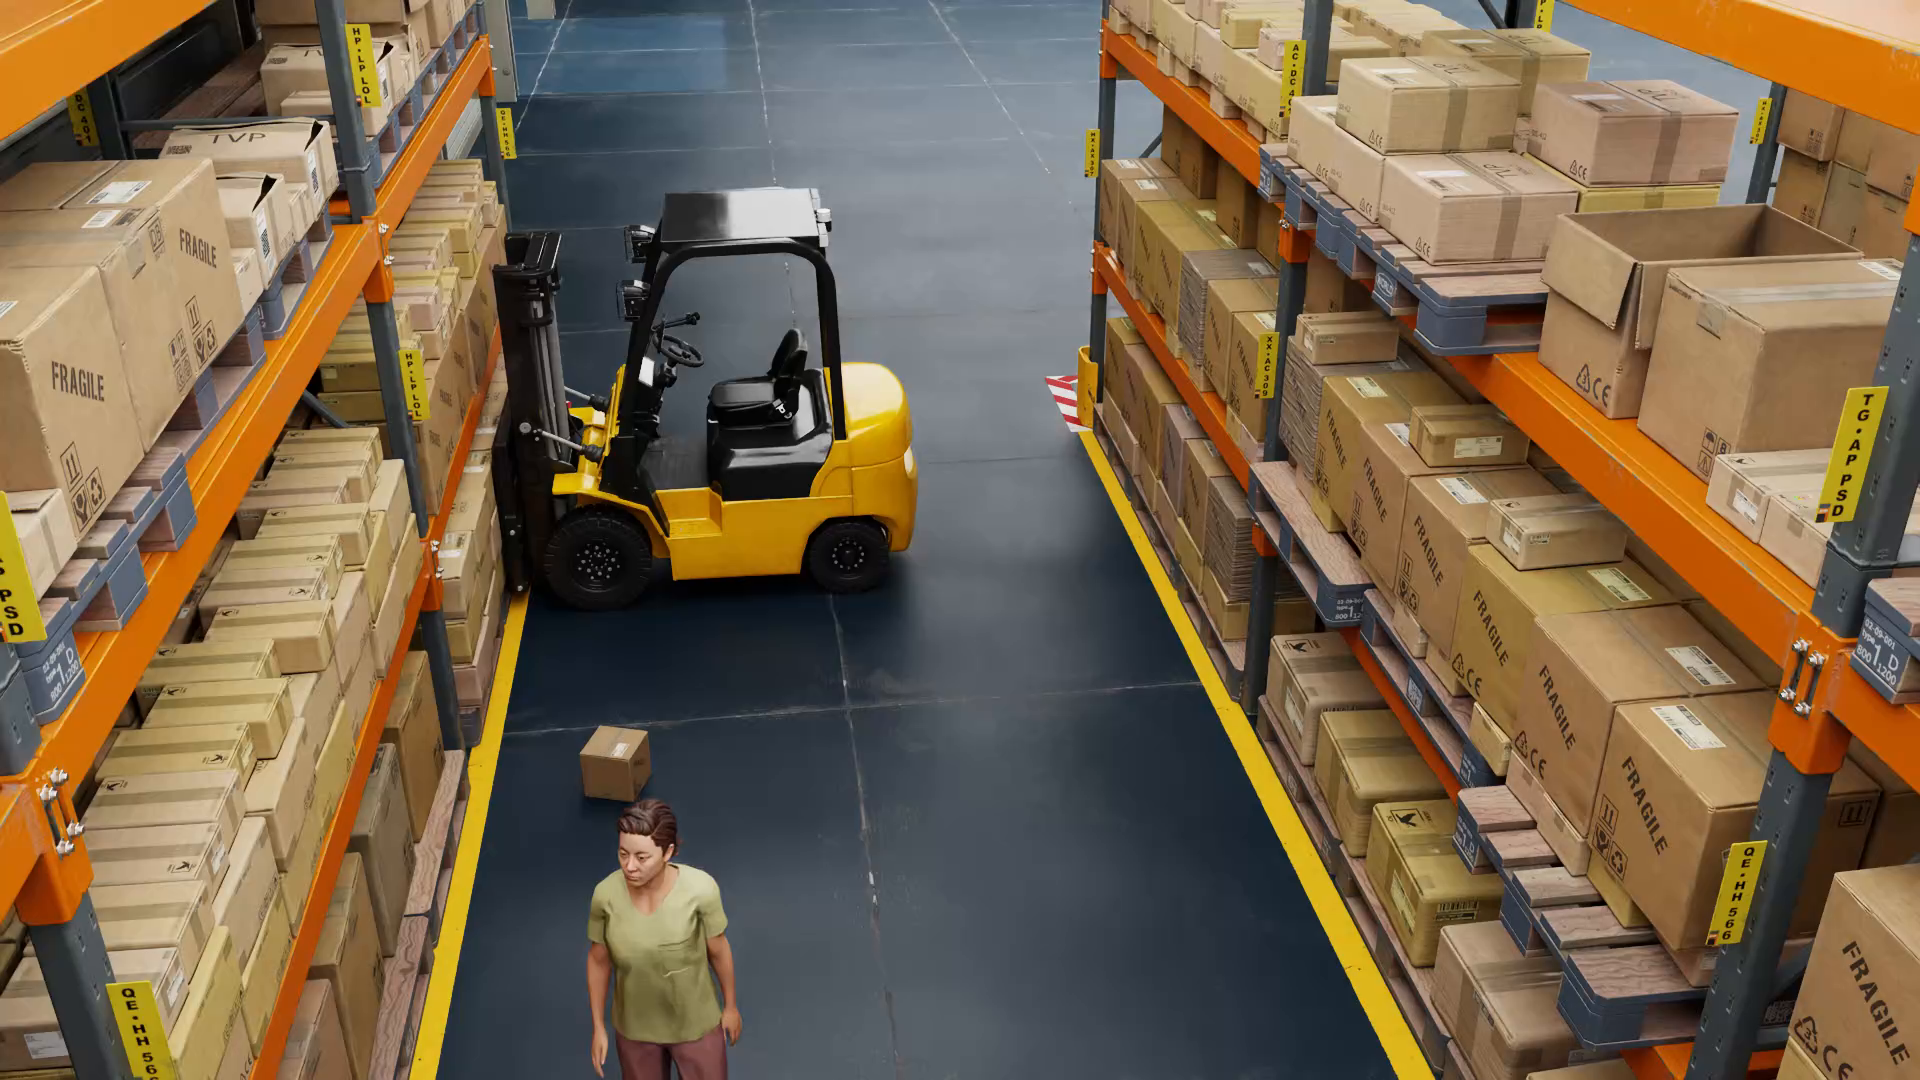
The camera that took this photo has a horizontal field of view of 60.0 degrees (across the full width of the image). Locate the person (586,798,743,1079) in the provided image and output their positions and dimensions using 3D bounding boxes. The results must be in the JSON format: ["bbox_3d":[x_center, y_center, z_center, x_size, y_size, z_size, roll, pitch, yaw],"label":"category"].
[{"bbox_3d":[-0.972,1.628,5.465,0.484,1.732,0.466,1,27,2],"label":"person"}]
